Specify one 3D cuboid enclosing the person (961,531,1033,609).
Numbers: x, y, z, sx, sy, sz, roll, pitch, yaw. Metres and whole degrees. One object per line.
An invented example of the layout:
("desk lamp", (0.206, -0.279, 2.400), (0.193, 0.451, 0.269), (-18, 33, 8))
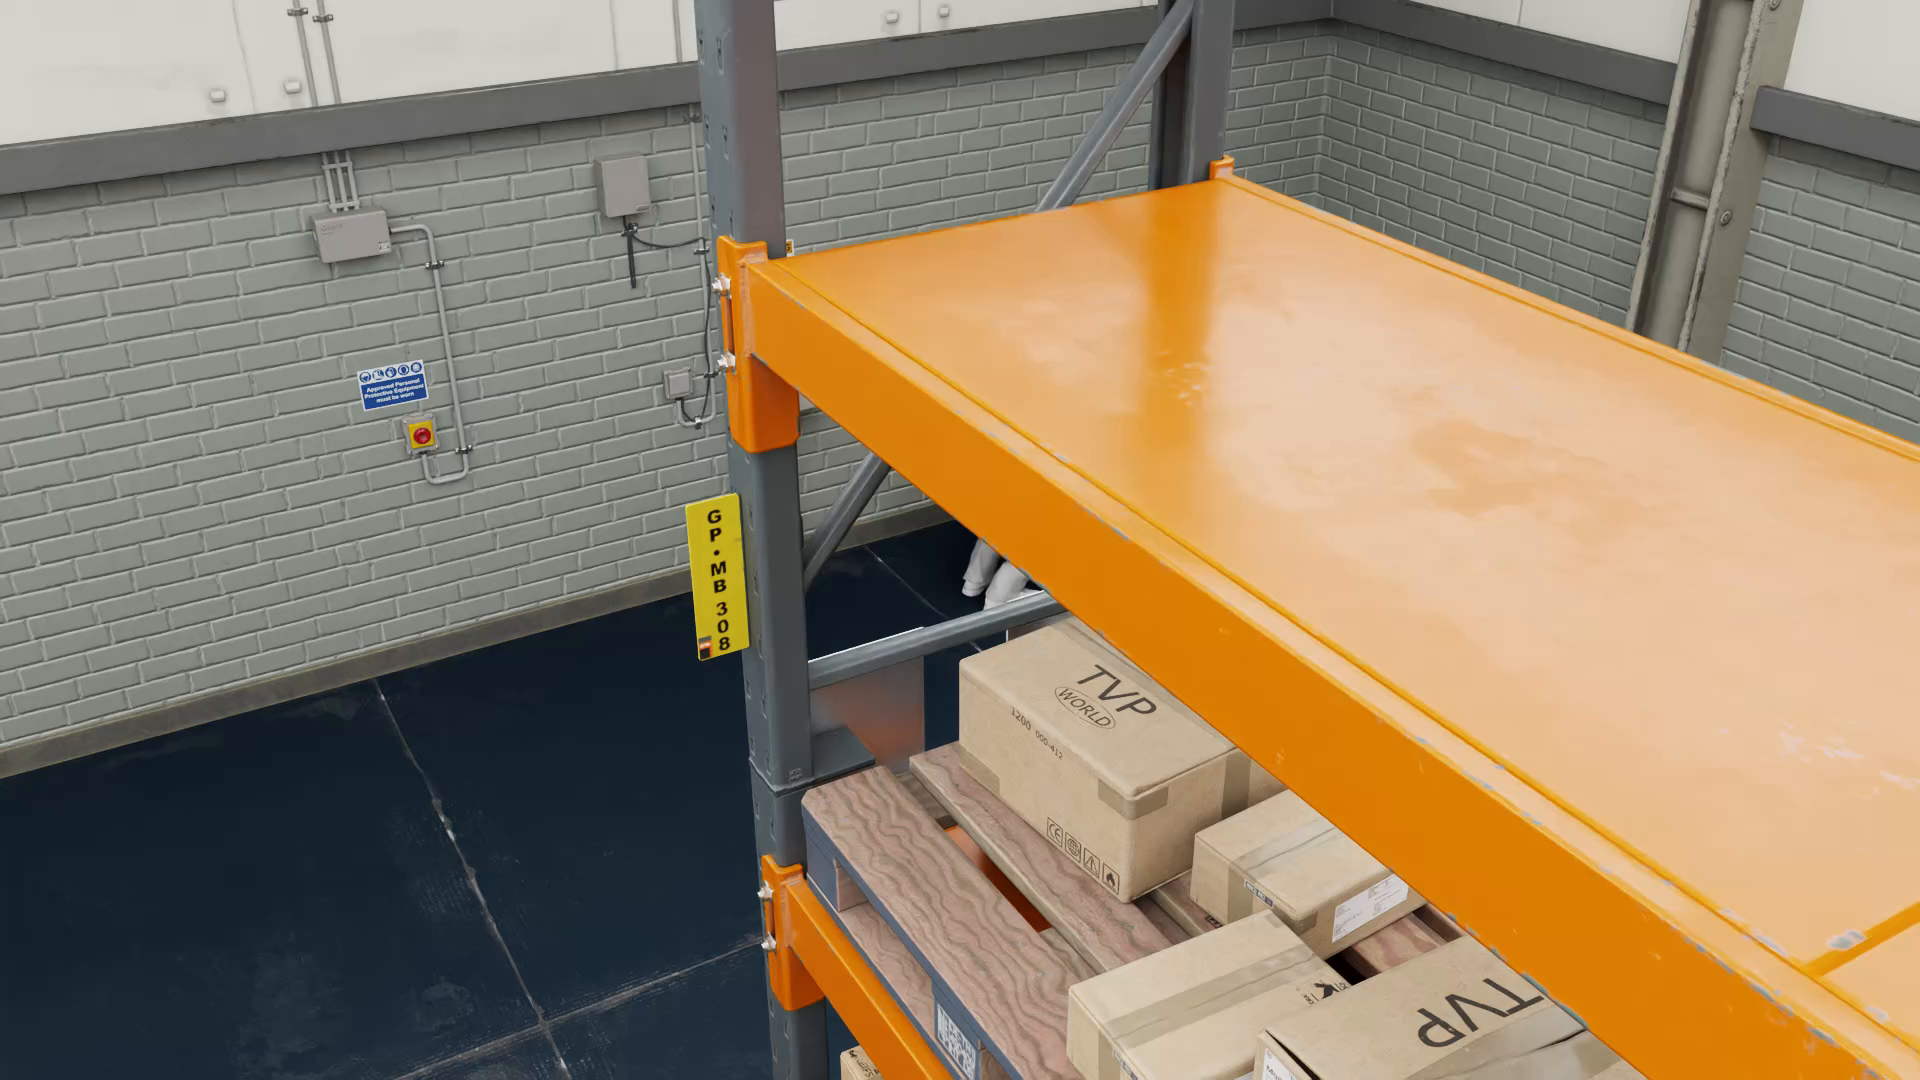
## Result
("person", (0.207, -0.443, 9.396), (0.425, 1.776, 0.601), (-17, 33, -28))
